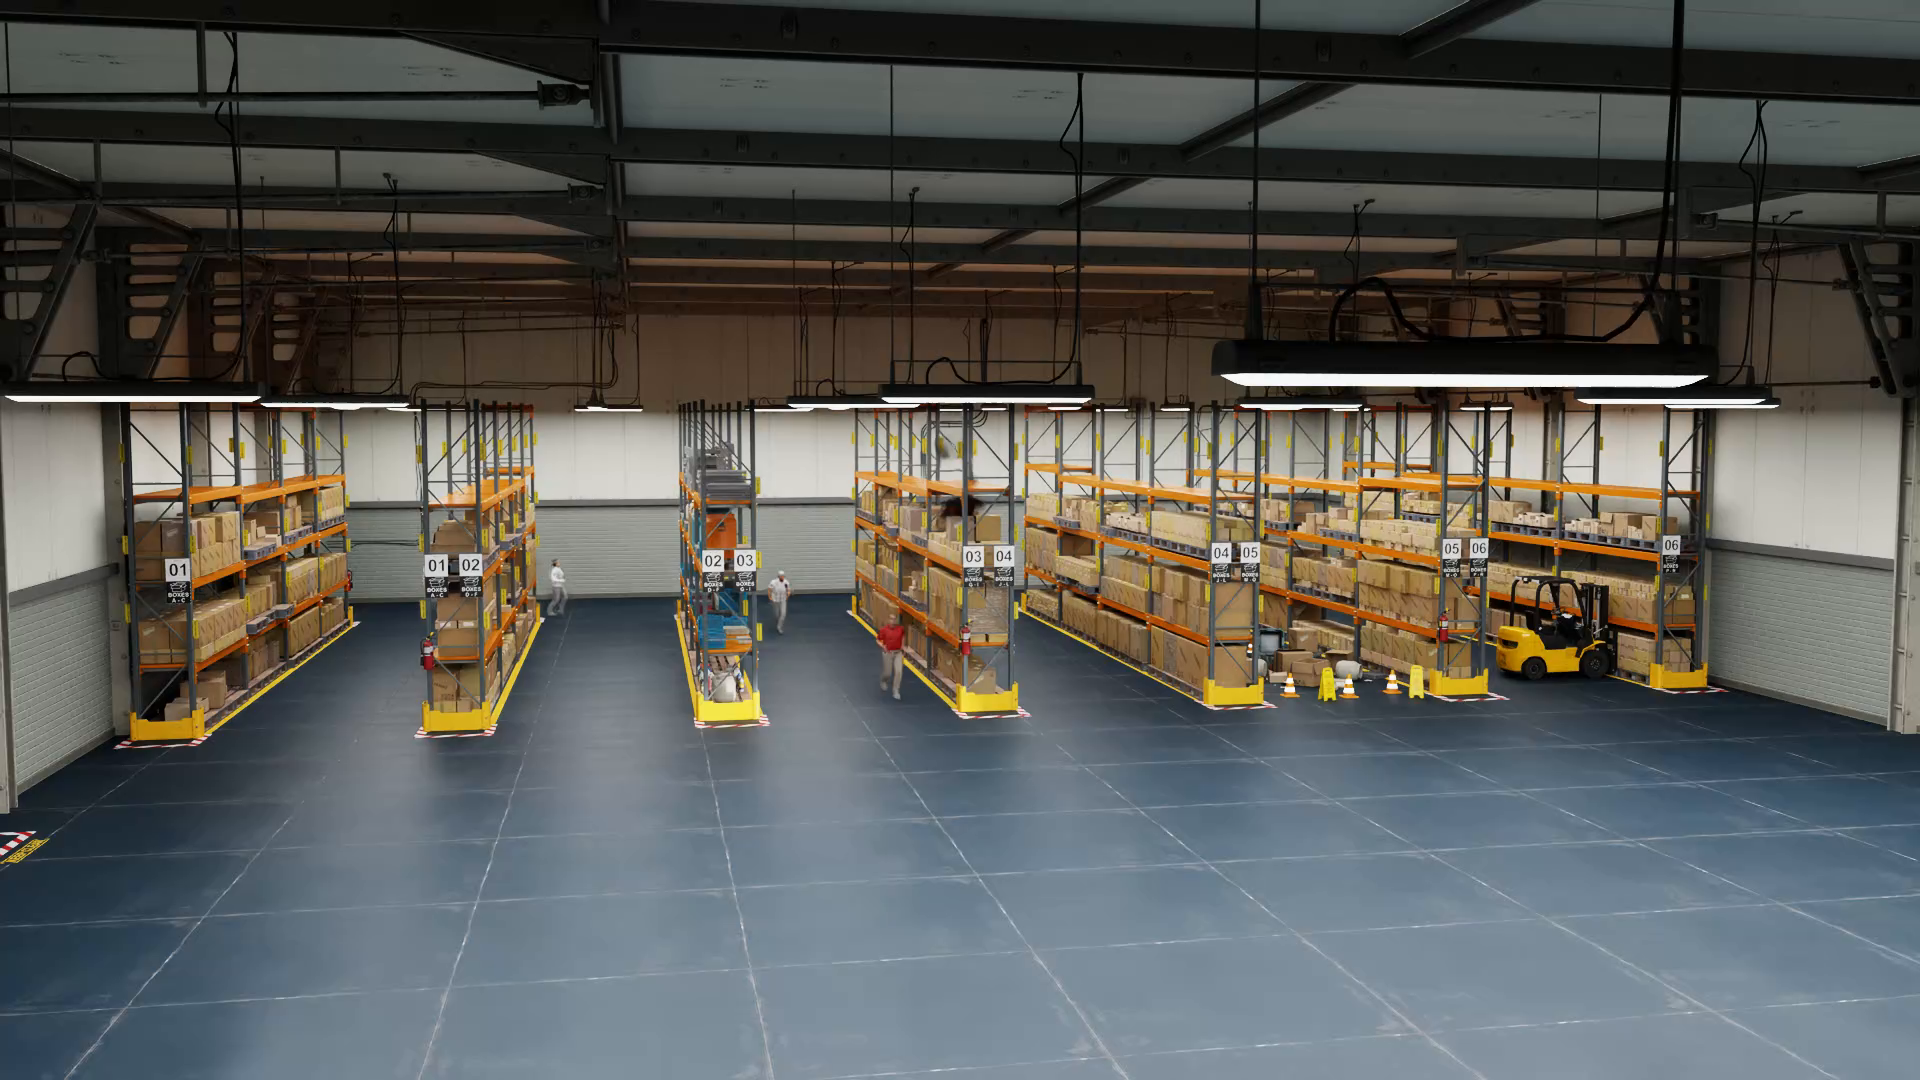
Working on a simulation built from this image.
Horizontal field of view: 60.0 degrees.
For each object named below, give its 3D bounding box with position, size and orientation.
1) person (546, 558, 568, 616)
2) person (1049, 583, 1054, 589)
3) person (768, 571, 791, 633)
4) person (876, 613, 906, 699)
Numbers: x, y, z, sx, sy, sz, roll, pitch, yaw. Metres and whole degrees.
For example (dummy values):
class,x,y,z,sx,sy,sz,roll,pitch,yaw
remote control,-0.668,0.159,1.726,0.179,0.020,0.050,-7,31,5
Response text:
class,x,y,z,sx,sy,sz,roll,pitch,yaw
person,-11.460,1.367,47.118,0.619,1.759,0.663,0,4,6
person,2.953,1.187,49.661,0.775,1.638,0.618,1,5,18
person,-4.778,1.628,43.960,0.627,1.646,0.726,-1,5,-17
person,-1.389,2.330,33.743,0.651,1.709,0.893,-1,5,-17
